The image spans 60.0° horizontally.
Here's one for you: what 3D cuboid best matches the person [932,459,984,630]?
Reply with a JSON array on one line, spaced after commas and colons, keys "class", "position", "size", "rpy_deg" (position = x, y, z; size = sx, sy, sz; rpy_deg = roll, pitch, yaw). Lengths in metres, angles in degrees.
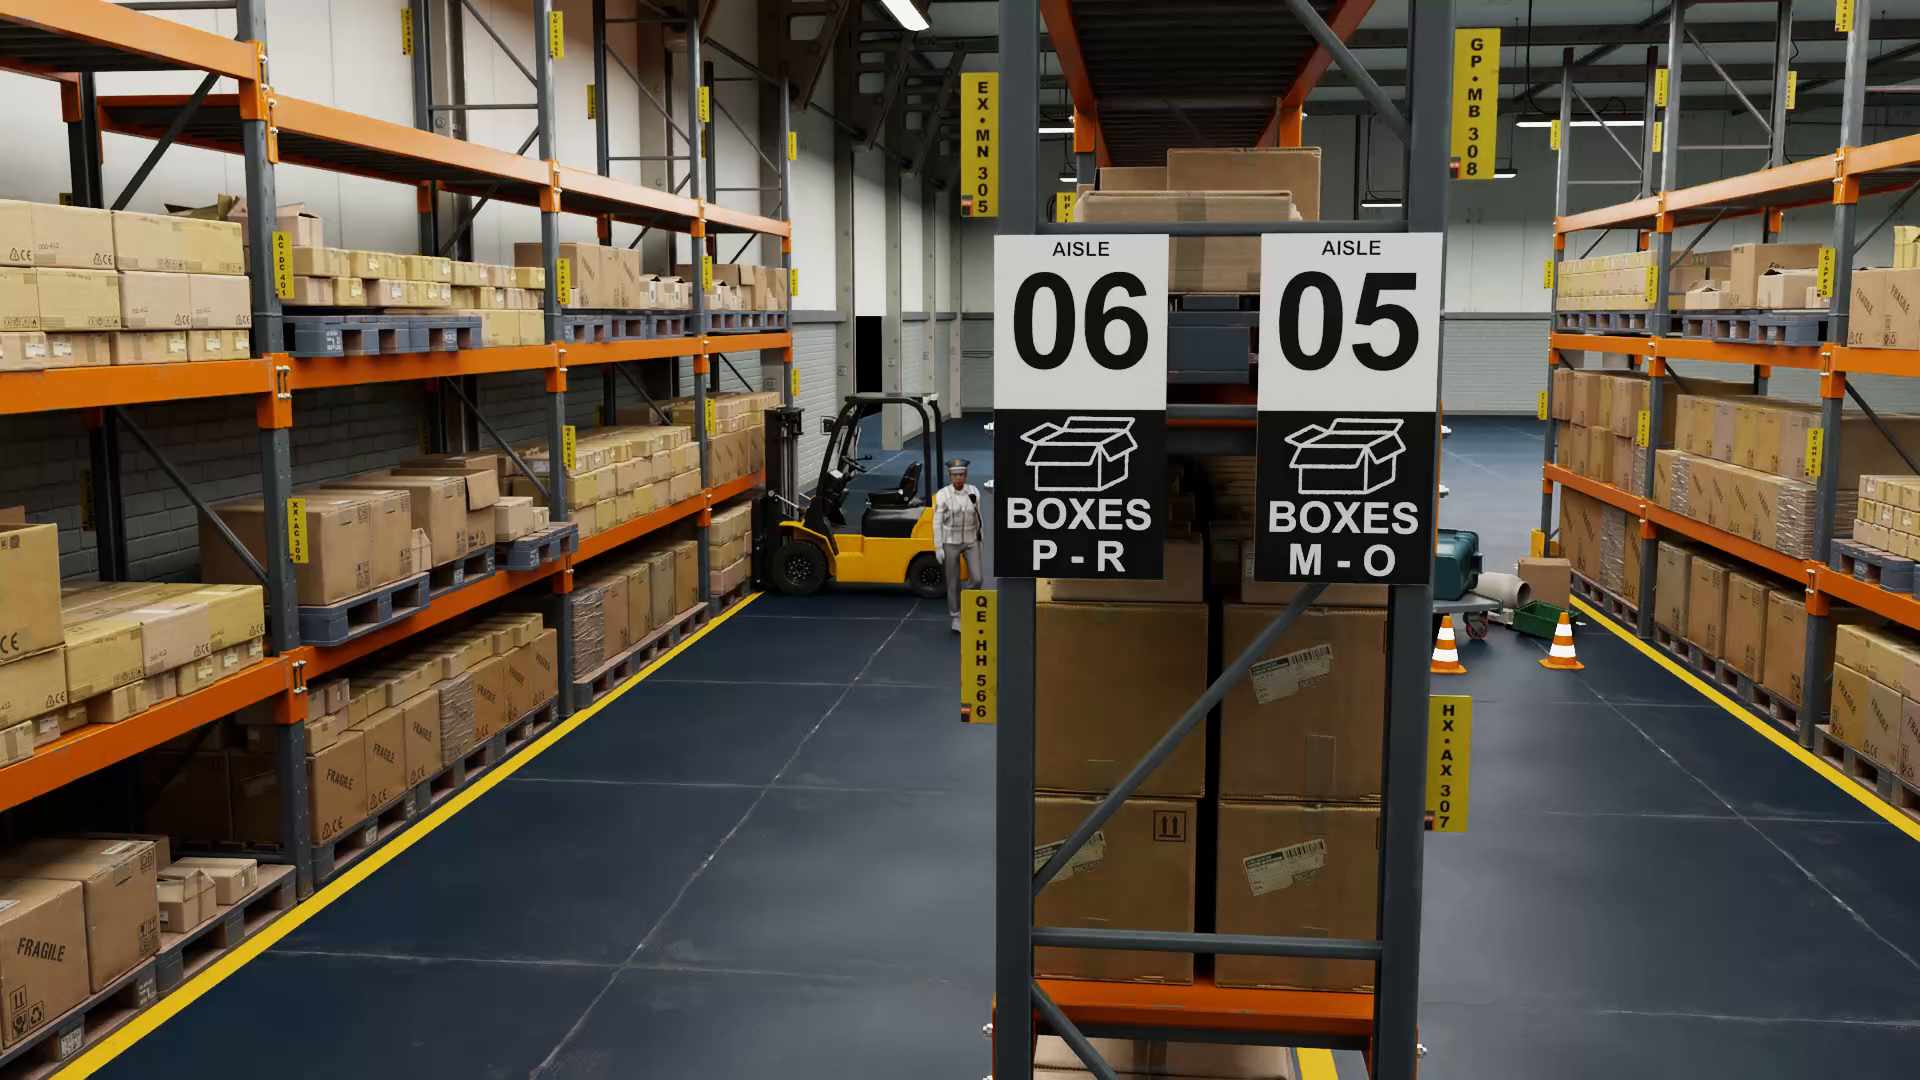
[{"class": "person", "position": [-0.010, 0.045, 15.782], "size": [0.515, 1.664, 0.481], "rpy_deg": [-1, 8, -10]}]
